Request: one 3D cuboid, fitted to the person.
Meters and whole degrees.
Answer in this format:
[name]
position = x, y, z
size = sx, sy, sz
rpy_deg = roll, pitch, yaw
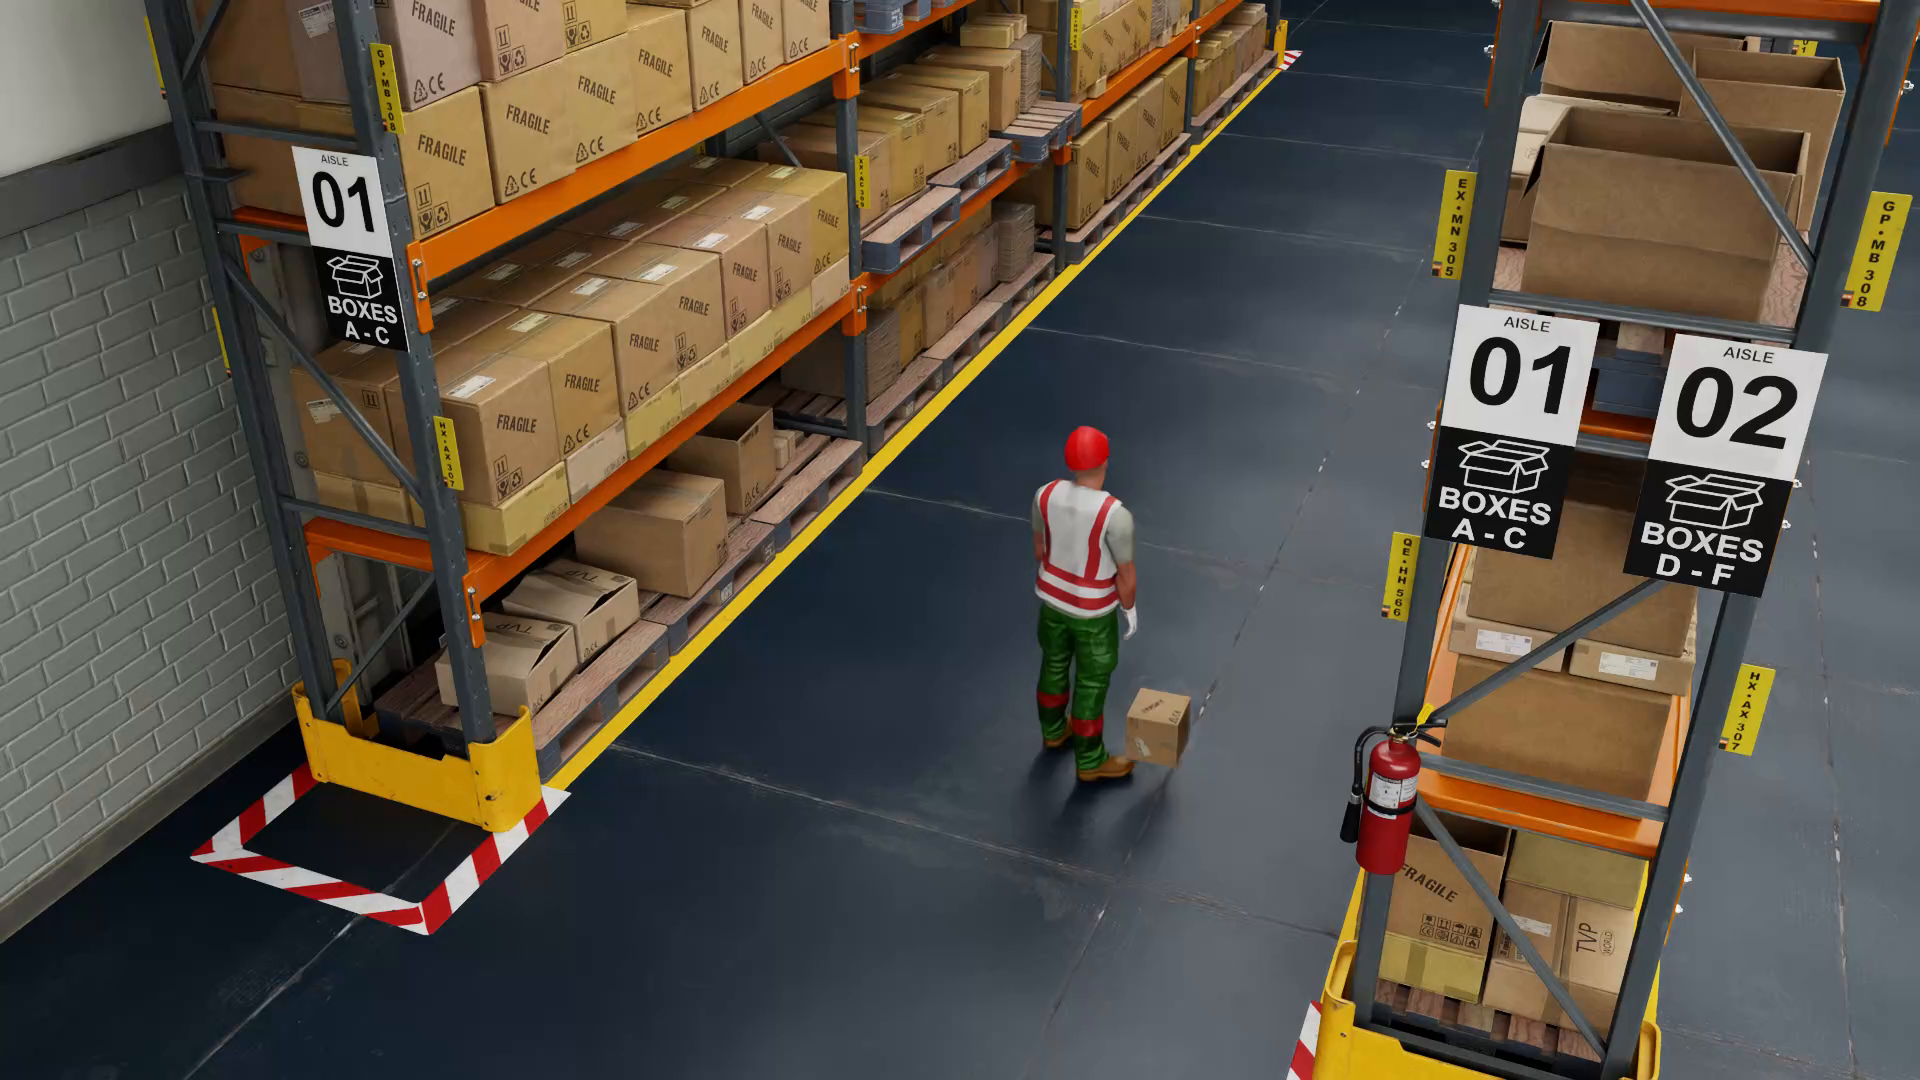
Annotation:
[person]
position = 0.594, 0.270, 7.834
size = 0.597, 1.796, 0.434
rpy_deg = 22, 36, 34
